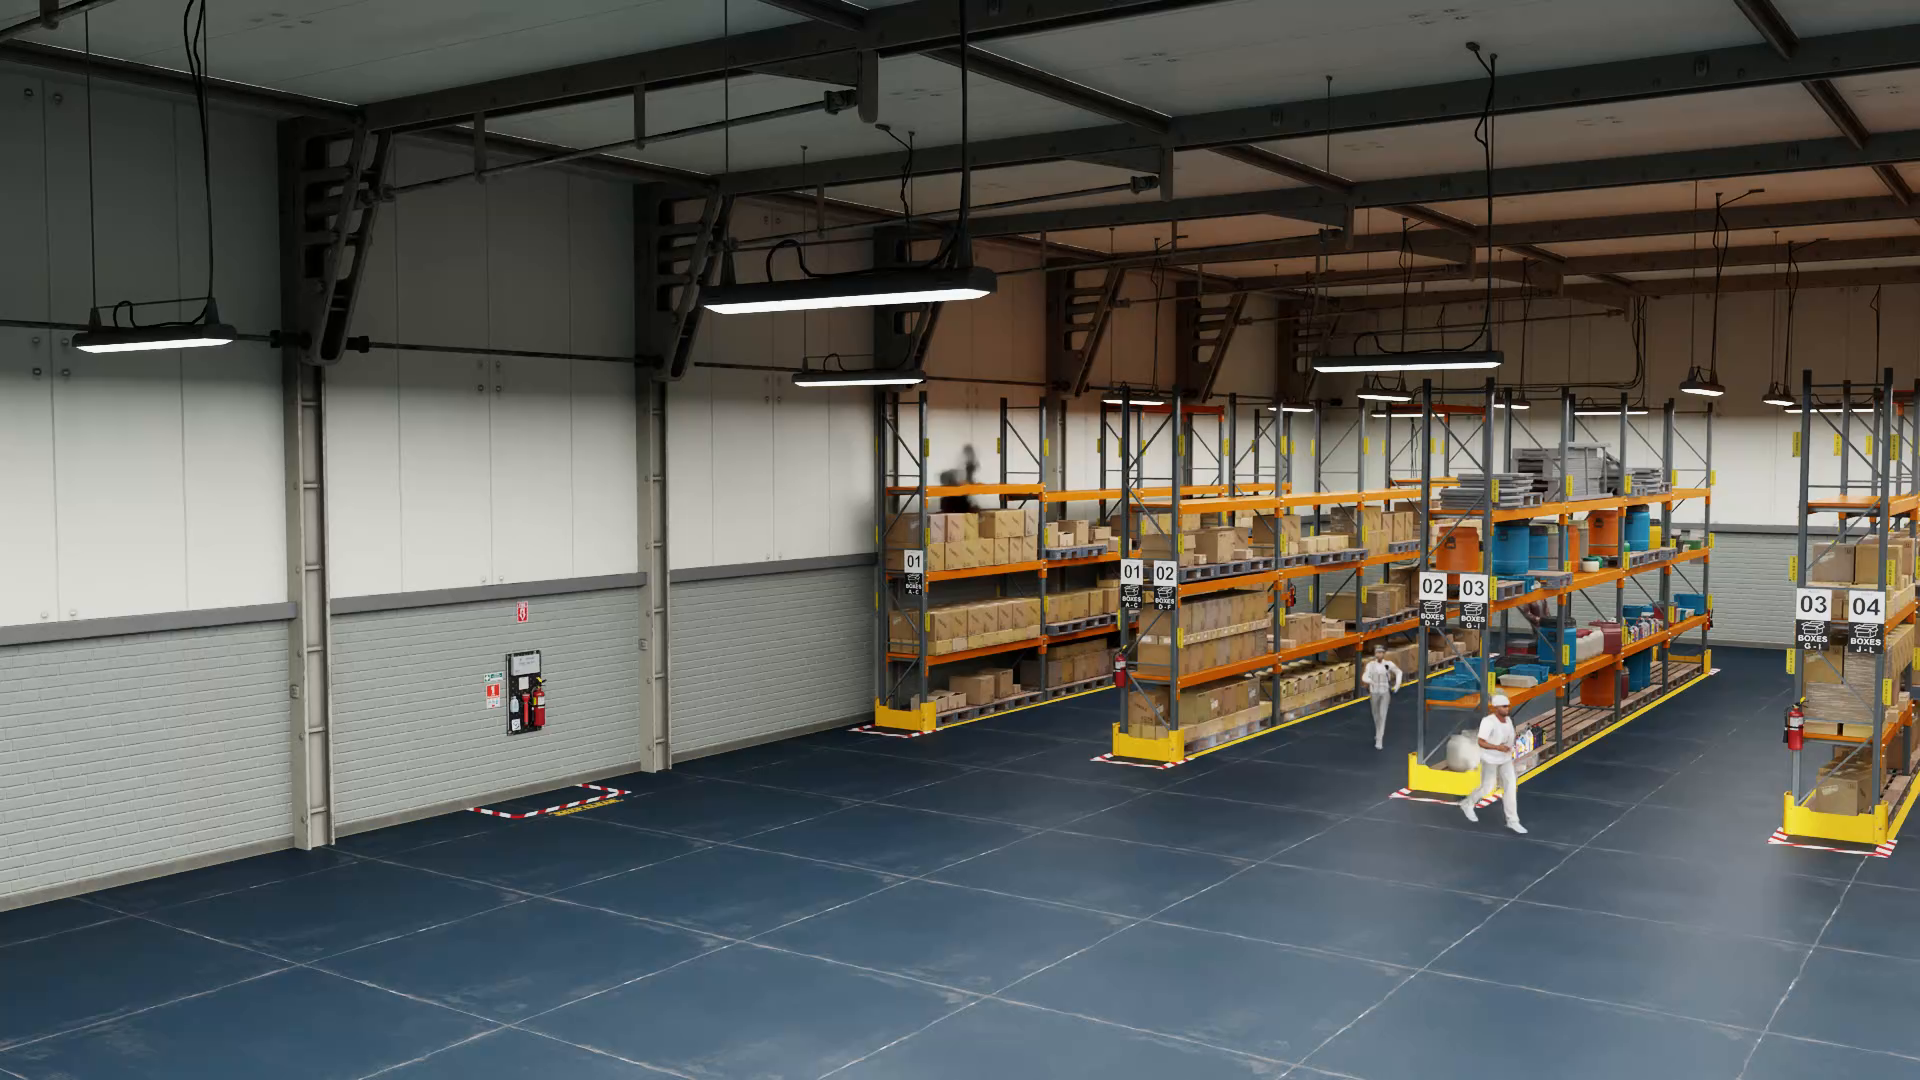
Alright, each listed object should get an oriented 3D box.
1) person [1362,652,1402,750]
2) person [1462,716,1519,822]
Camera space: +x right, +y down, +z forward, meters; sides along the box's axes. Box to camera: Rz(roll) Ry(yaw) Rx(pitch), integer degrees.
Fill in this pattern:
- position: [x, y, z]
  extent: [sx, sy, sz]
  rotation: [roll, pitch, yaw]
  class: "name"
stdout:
- position: [7.073, 2.629, 27.970]
  extent: [0.620, 1.648, 0.929]
  rotation: [2, 4, 27]
  class: "person"
- position: [6.968, 2.972, 21.853]
  extent: [0.644, 1.418, 0.805]
  rotation: [-2, 4, -28]
  class: "person"
